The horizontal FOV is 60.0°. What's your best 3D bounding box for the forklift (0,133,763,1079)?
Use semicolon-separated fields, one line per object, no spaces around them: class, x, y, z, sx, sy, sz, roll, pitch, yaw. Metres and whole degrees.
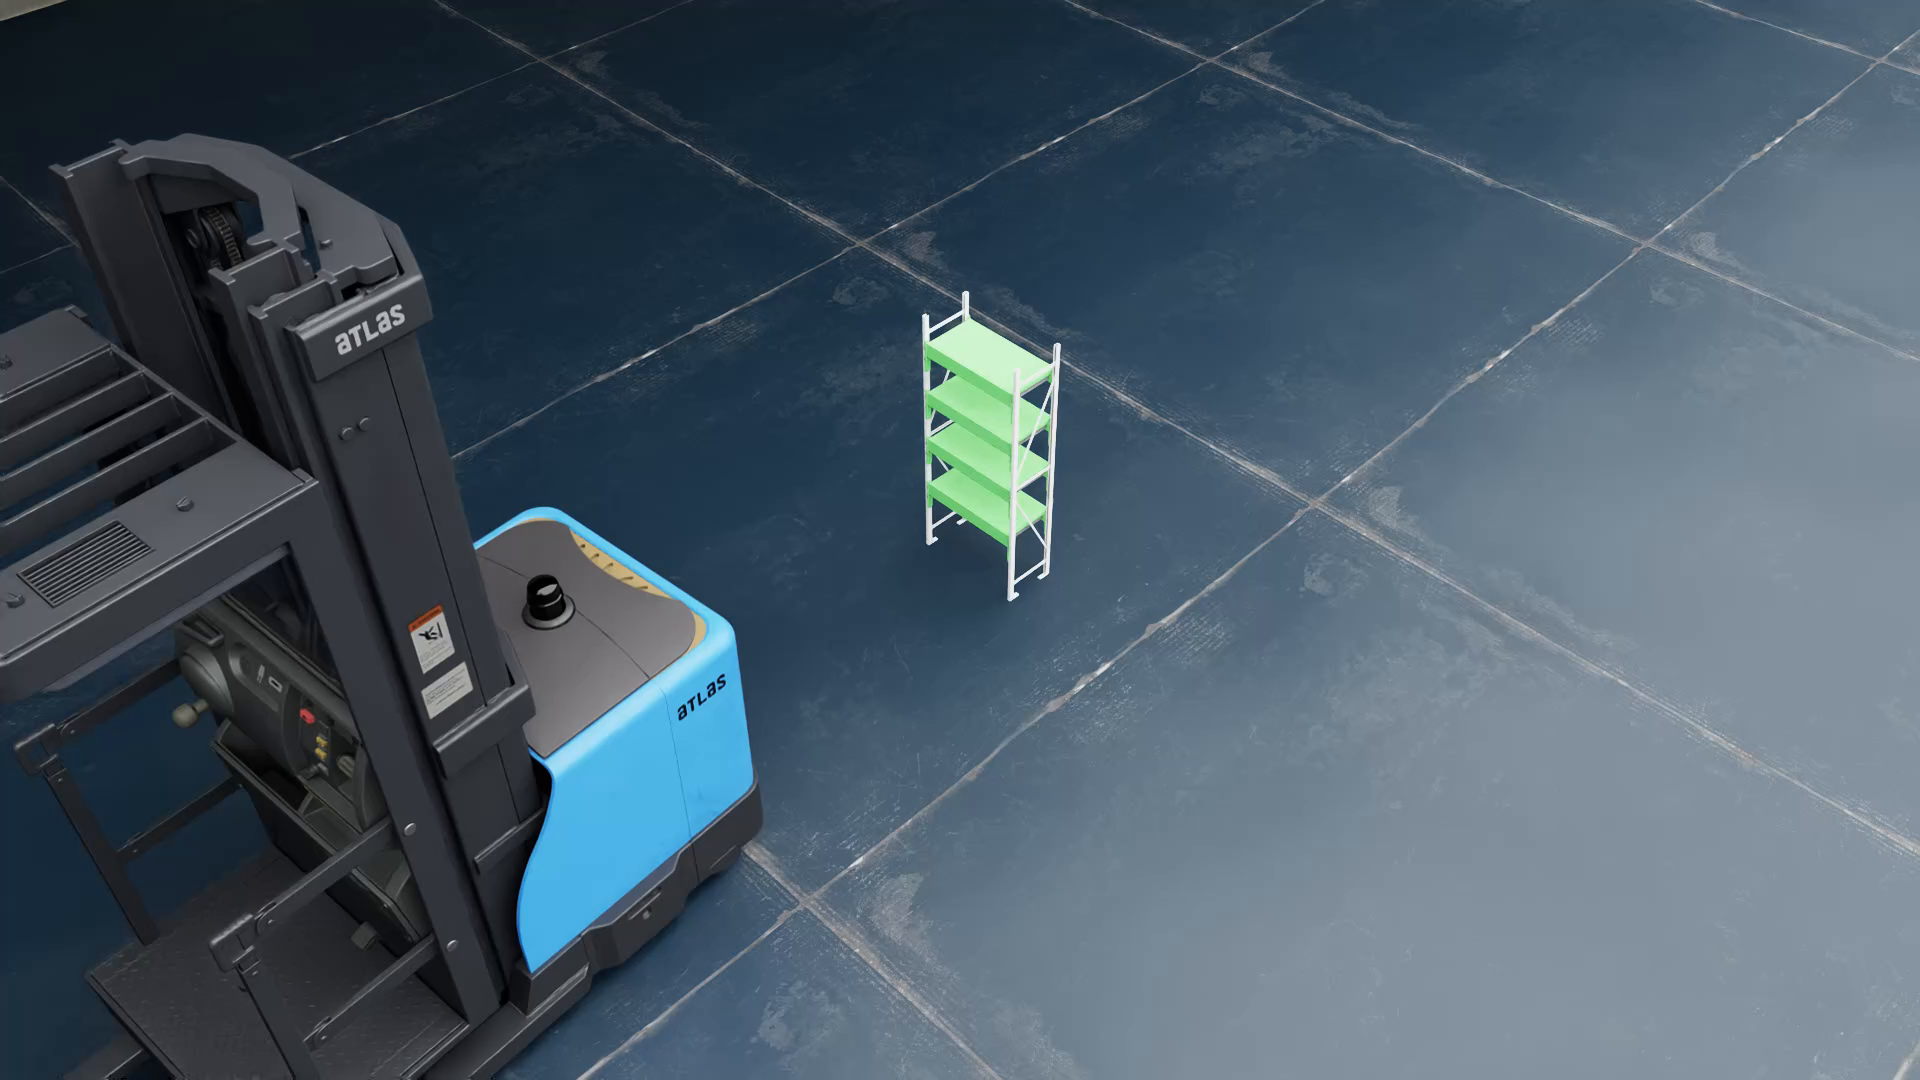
forklift;-2.048;0.545;4.500;1.130;2.935;3.031;30;50;28

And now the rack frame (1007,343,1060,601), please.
rack frame;0.289;-0.244;6.630;0.240;1.200;0.015;-34;53;-31

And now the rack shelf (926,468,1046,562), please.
rack shelf;0.117;-0.138;6.963;0.258;0.148;0.480;-34;53;-31

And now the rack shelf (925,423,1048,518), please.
rack shelf;0.117;-0.314;6.800;0.258;0.148;0.480;-34;53;-31

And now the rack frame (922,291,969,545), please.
rack frame;-0.055;-0.478;6.884;0.240;1.200;0.015;-34;53;-31

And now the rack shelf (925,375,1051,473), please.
rack shelf;0.117;-0.490;6.637;0.258;0.148;0.480;-34;53;-31

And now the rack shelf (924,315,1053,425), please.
rack shelf;0.117;-0.667;6.474;0.258;0.148;0.480;-34;53;-31

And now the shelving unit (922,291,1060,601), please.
shelving unit;0.117;-0.361;6.757;0.258;1.200;0.503;-34;53;-31
